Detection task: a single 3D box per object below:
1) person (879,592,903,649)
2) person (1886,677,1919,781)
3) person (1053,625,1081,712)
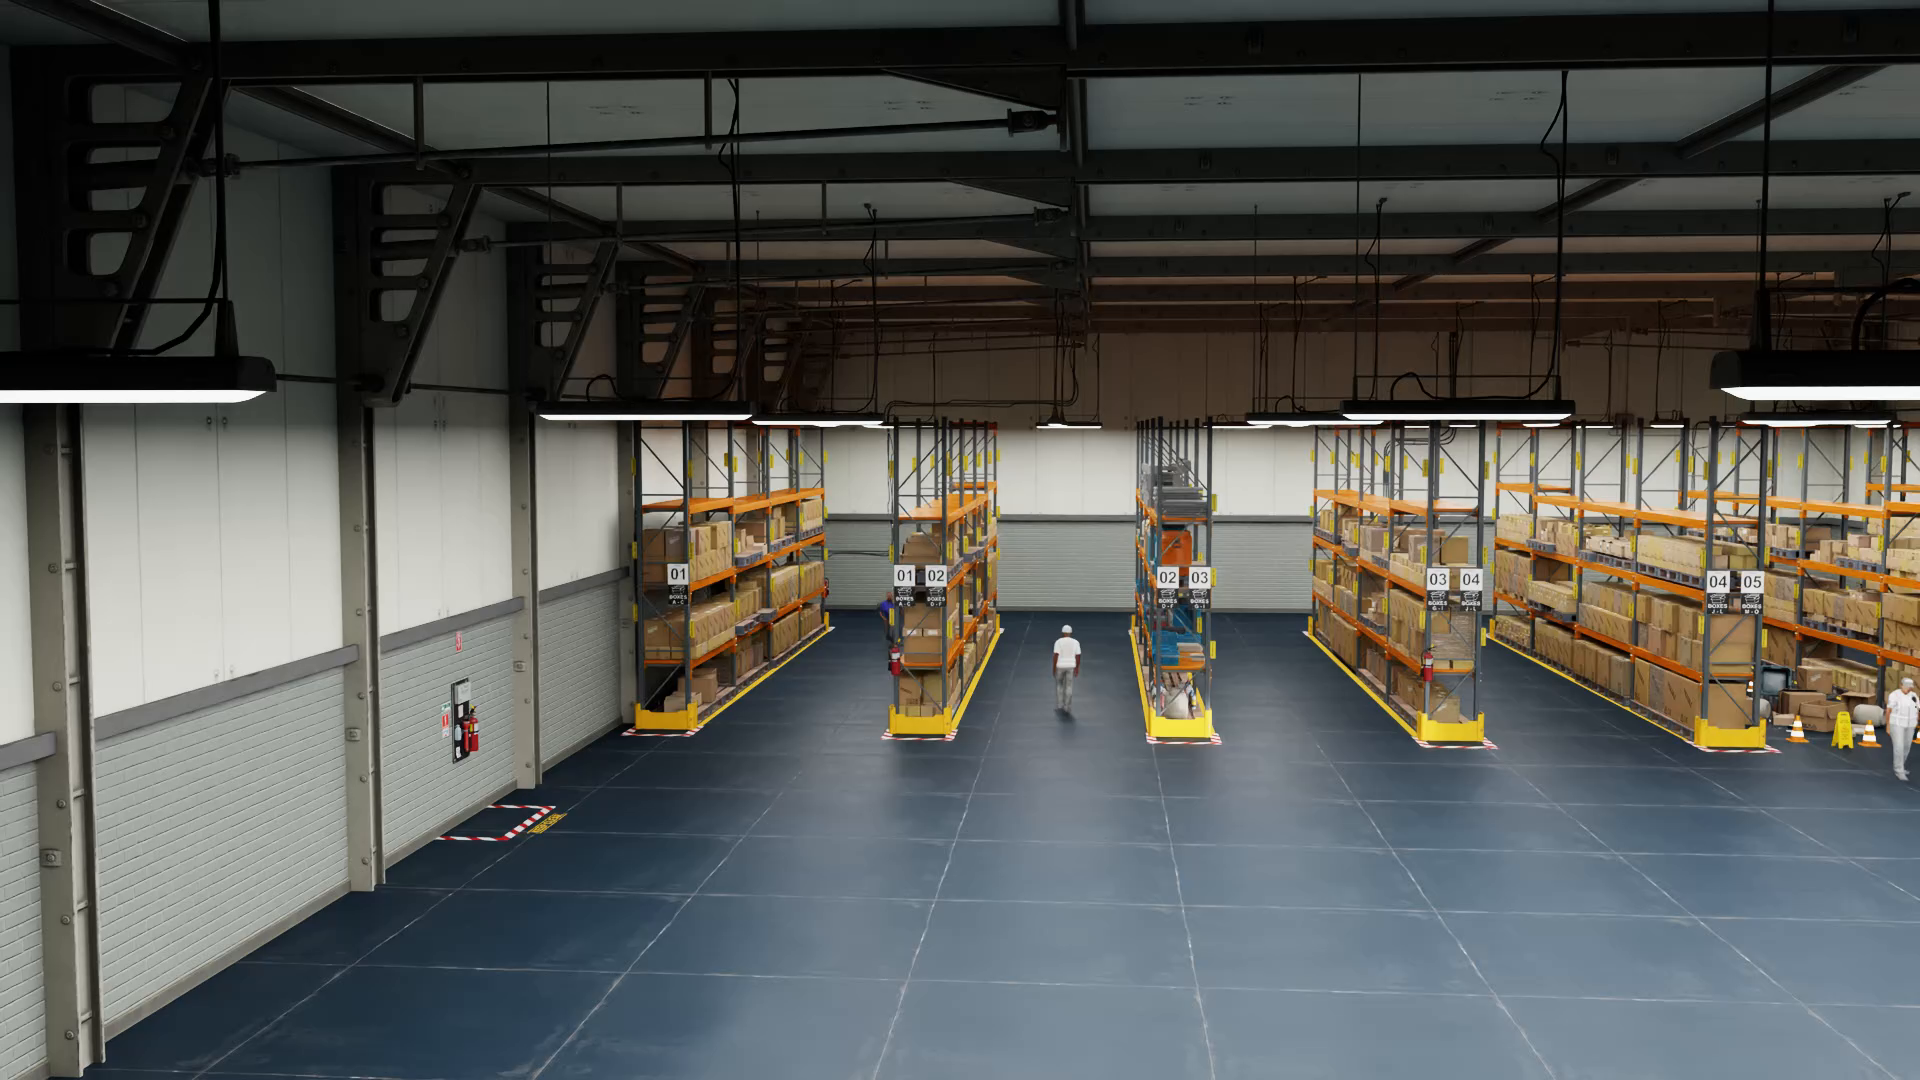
[{"bbox_3d":[-1.761,2.062,42.492,0.572,1.510,0.732,1,4,14],"label":"person"},{"bbox_3d":[15.650,3.106,27.539,0.522,1.685,0.650,0,4,1],"label":"person"},{"bbox_3d":[2.177,2.646,34.004,0.592,1.809,0.602,0,4,-2],"label":"person"}]
